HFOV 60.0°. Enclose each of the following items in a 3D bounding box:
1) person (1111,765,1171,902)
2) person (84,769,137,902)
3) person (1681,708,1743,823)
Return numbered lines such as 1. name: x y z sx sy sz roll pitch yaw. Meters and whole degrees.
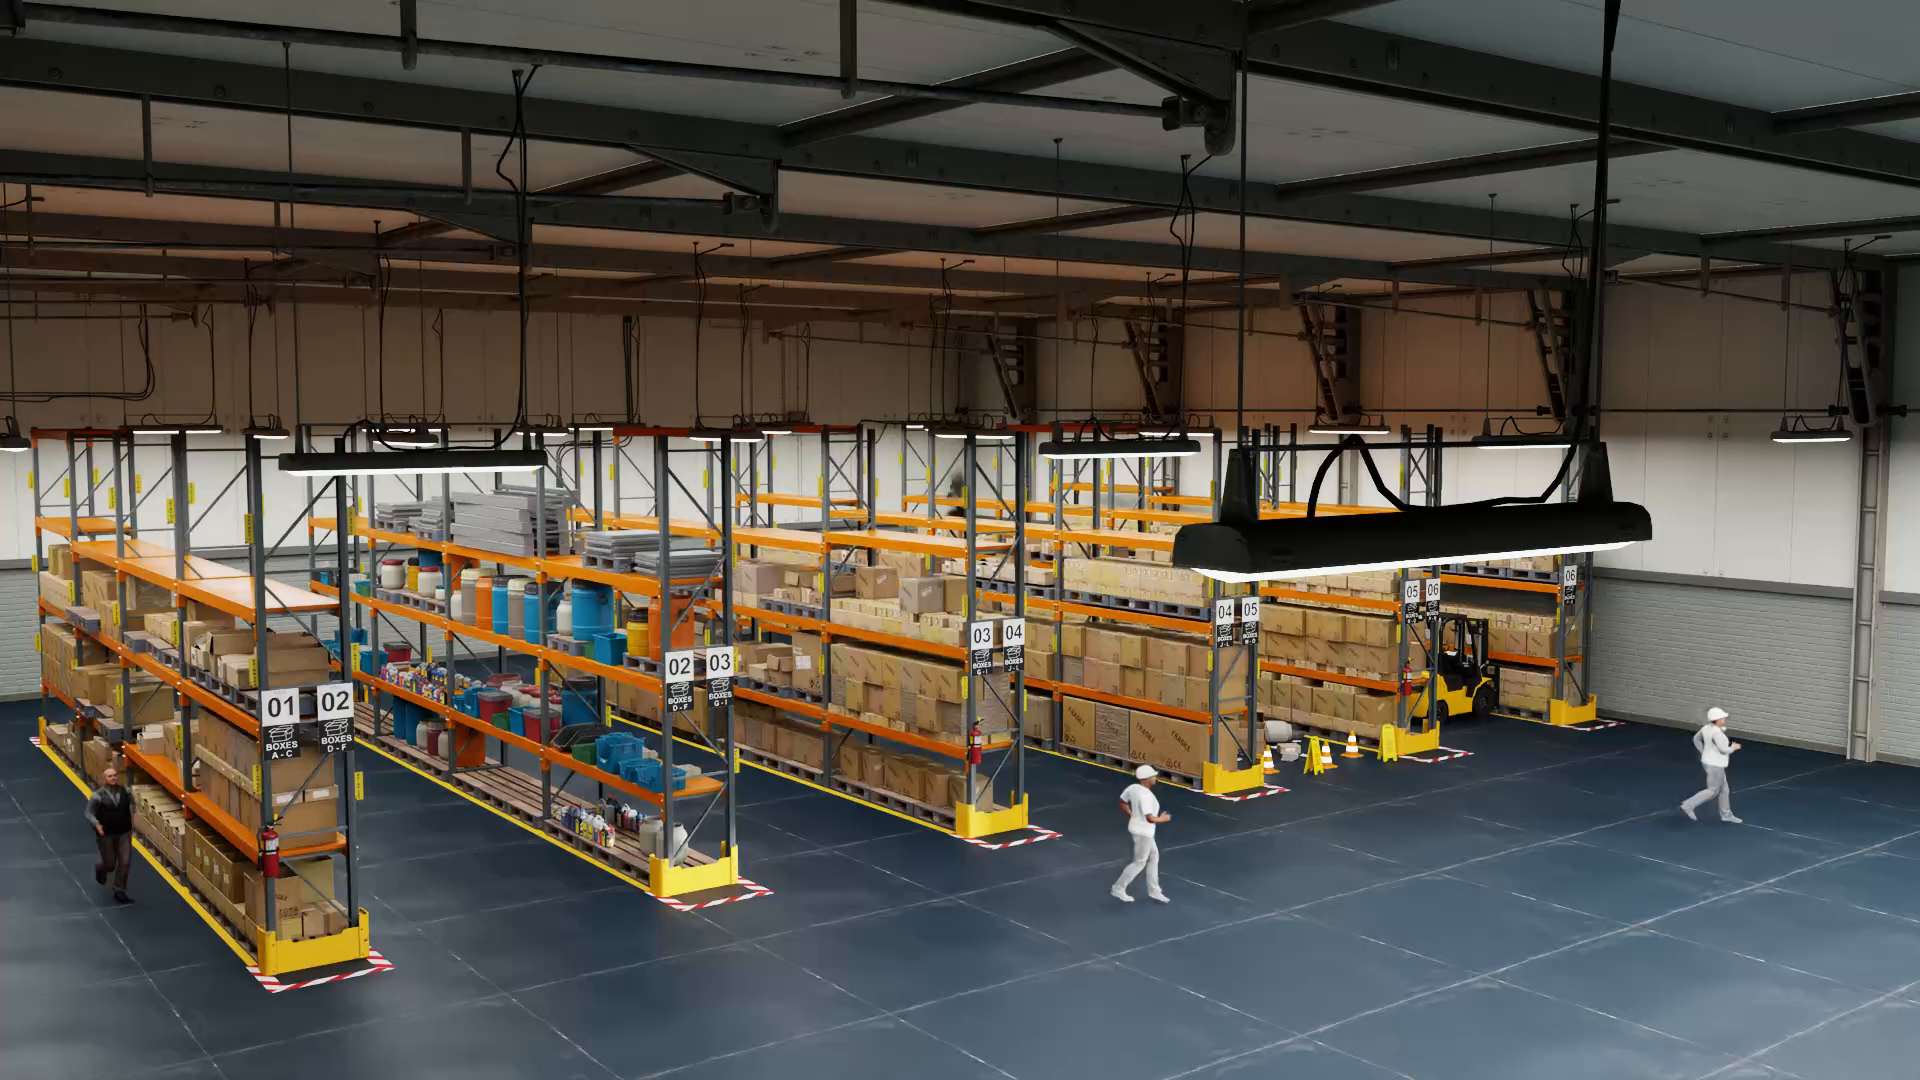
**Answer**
1. person: 2.316 3.779 21.251 0.820 1.819 0.724 -1 5 -7
2. person: -10.985 3.802 21.568 0.733 1.694 0.661 4 6 44
3. person: 11.477 3.433 25.339 0.931 1.765 0.676 1 5 8
